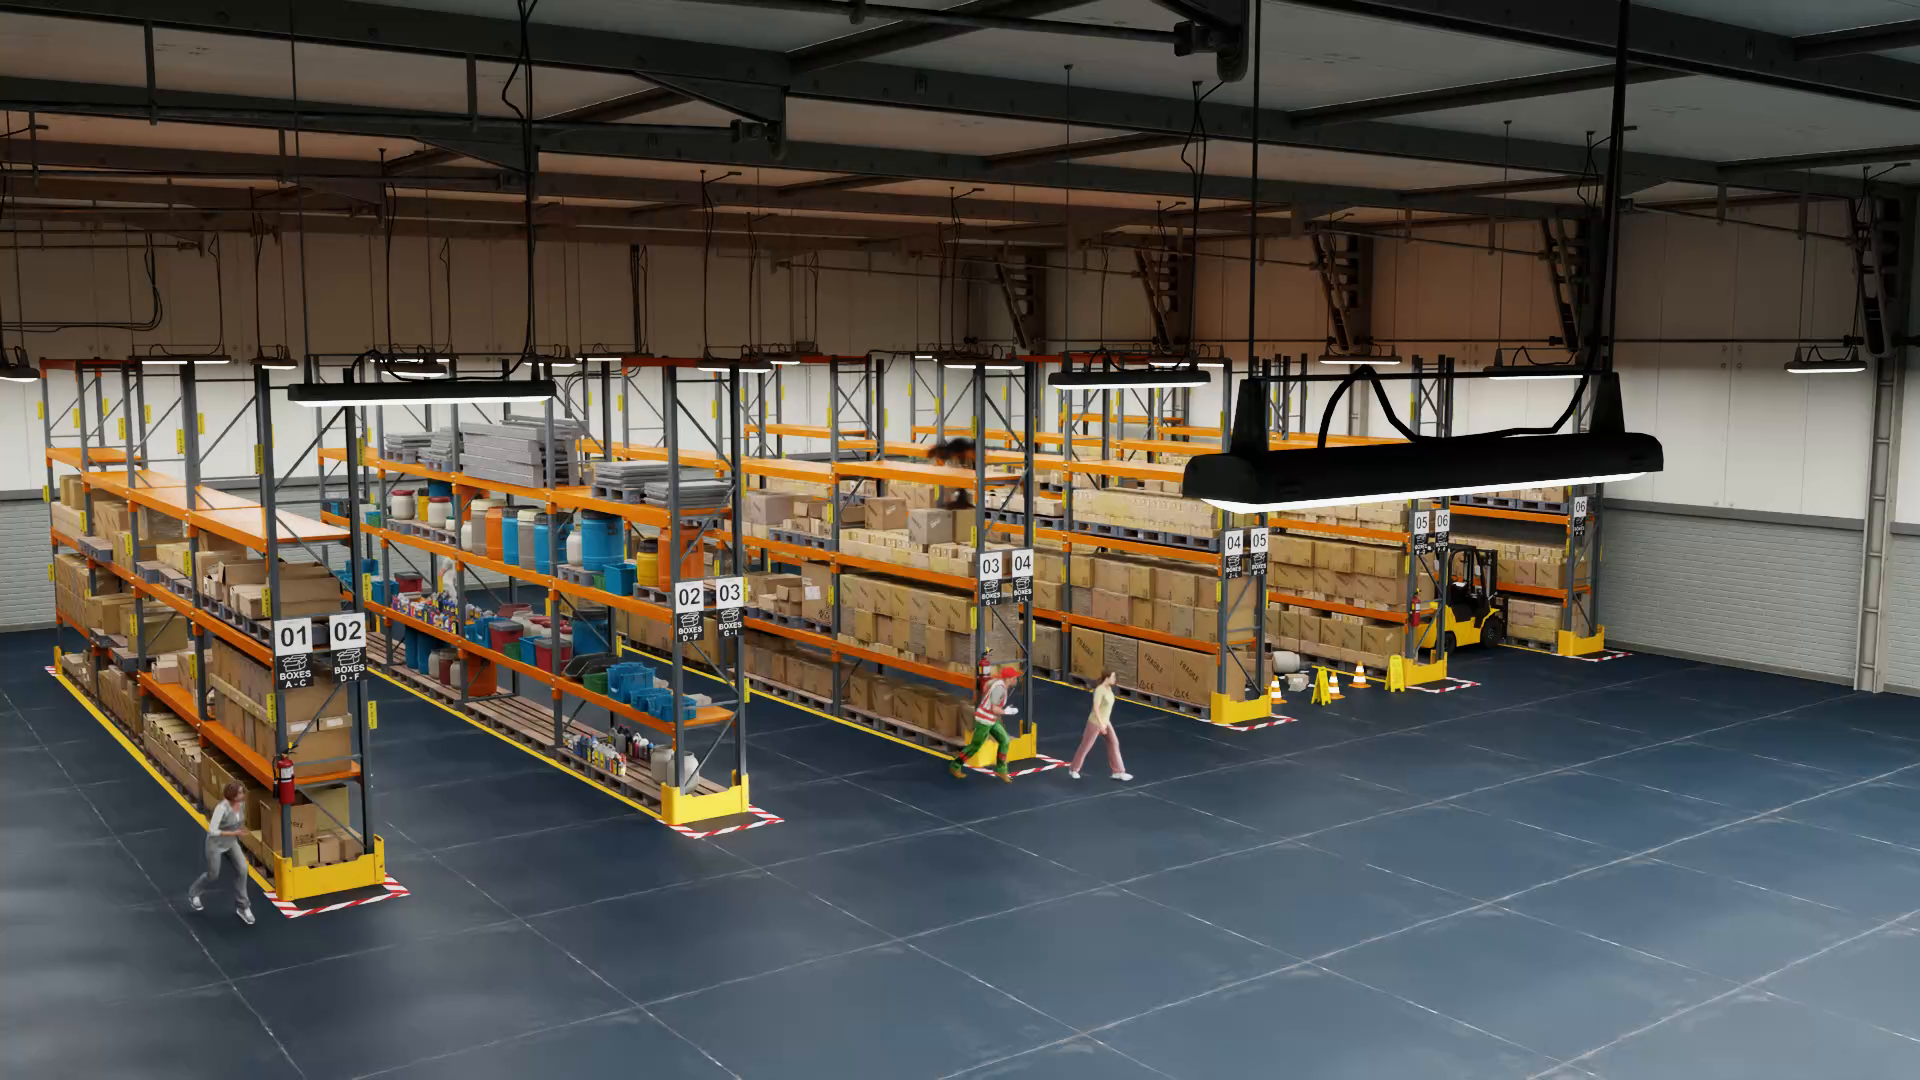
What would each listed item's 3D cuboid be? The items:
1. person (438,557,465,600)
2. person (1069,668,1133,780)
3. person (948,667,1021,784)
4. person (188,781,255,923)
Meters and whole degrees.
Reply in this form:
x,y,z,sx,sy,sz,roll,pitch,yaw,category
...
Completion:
x,y,z,sx,sy,sz,roll,pitch,yaw,category
-11.422,1.003,37.171,0.766,1.729,0.694,-3,7,-23,person
2.033,2.648,24.005,0.881,1.625,0.616,4,8,28,person
0.351,2.664,23.843,1.041,1.725,0.706,1,7,6,person
-8.113,3.391,18.227,0.908,1.578,0.565,2,7,20,person
